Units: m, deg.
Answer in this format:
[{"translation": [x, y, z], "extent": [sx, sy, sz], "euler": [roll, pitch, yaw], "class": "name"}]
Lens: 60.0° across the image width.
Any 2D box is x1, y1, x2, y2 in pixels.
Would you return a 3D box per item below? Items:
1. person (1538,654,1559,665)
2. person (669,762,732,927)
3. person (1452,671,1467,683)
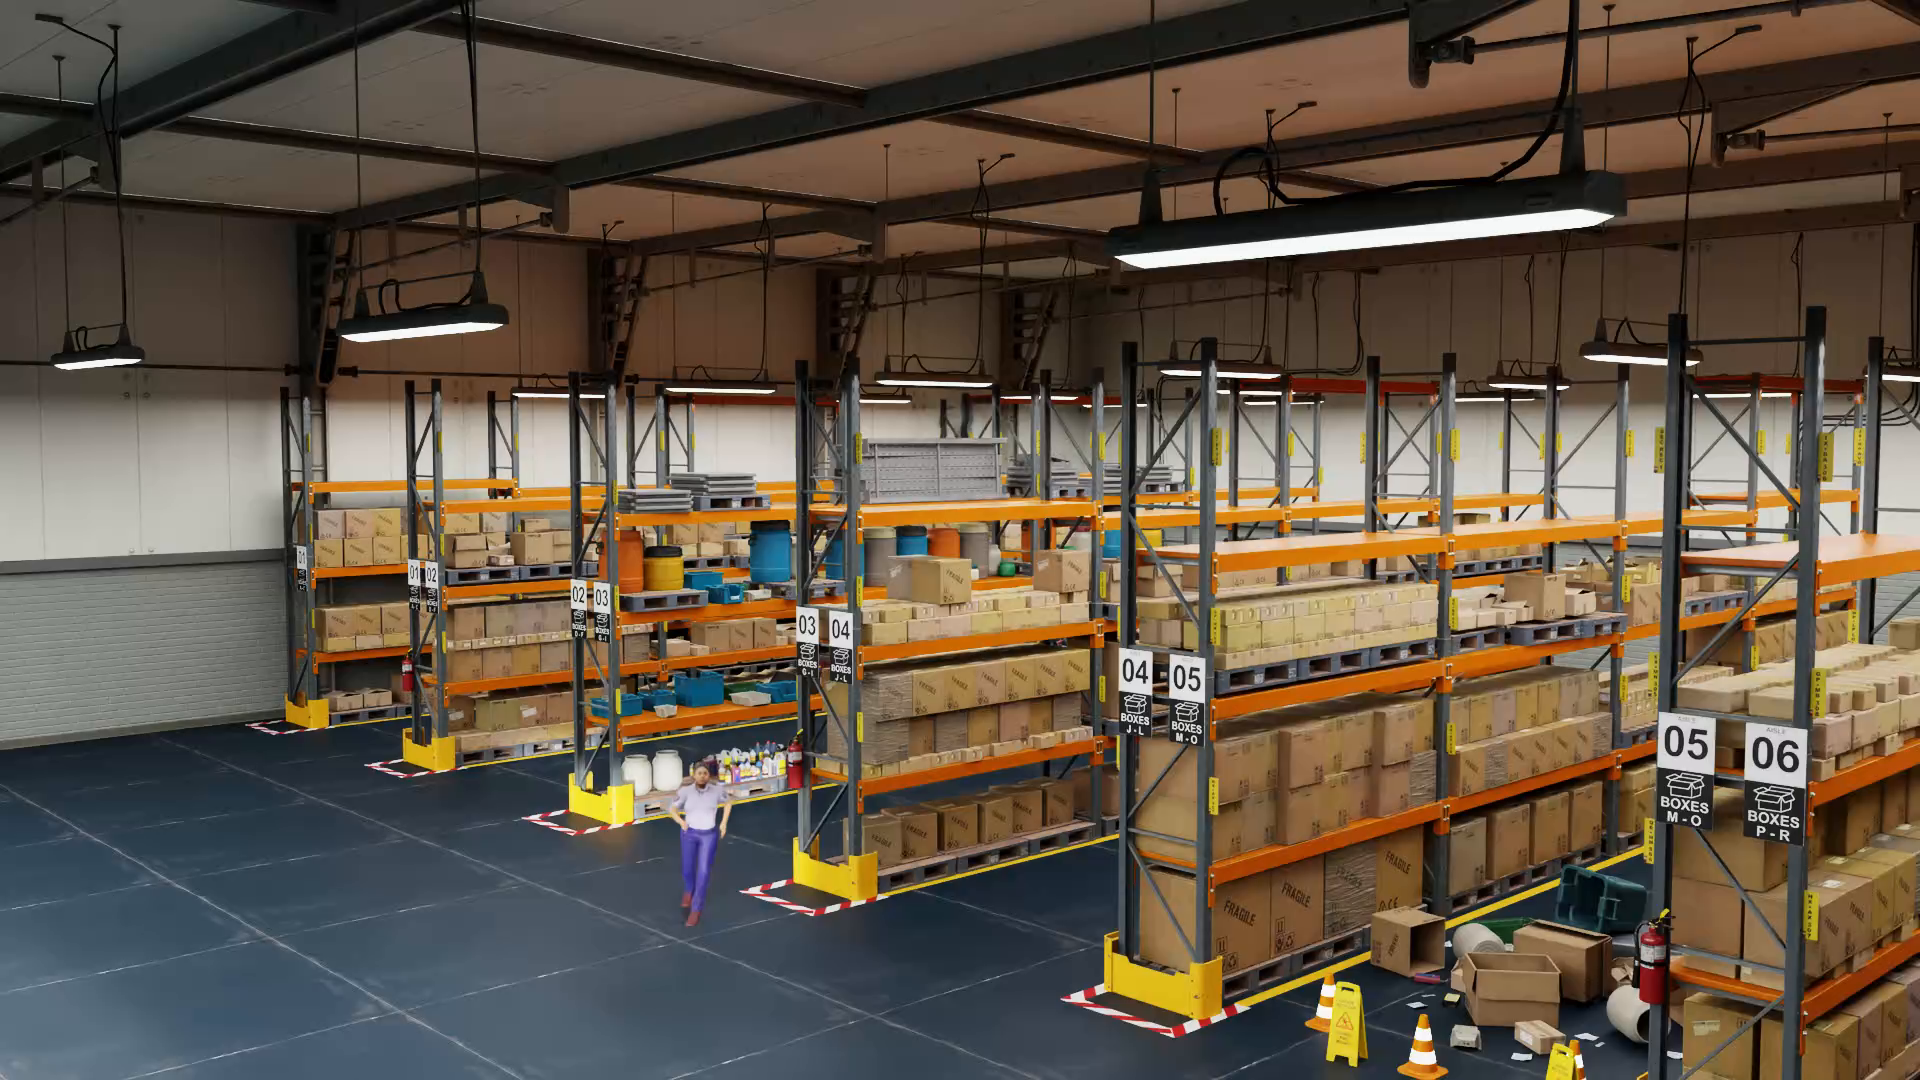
[{"translation": [10.751, 2.301, 30.726], "extent": [0.692, 1.771, 0.955], "euler": [-3, 5, -41], "class": "person"}, {"translation": [-2.787, 3.213, 17.799], "extent": [0.647, 1.678, 0.853], "euler": [0, 4, 0], "class": "person"}, {"translation": [7.342, 2.709, 24.630], "extent": [0.675, 1.790, 0.762], "euler": [3, 5, 40], "class": "person"}]
